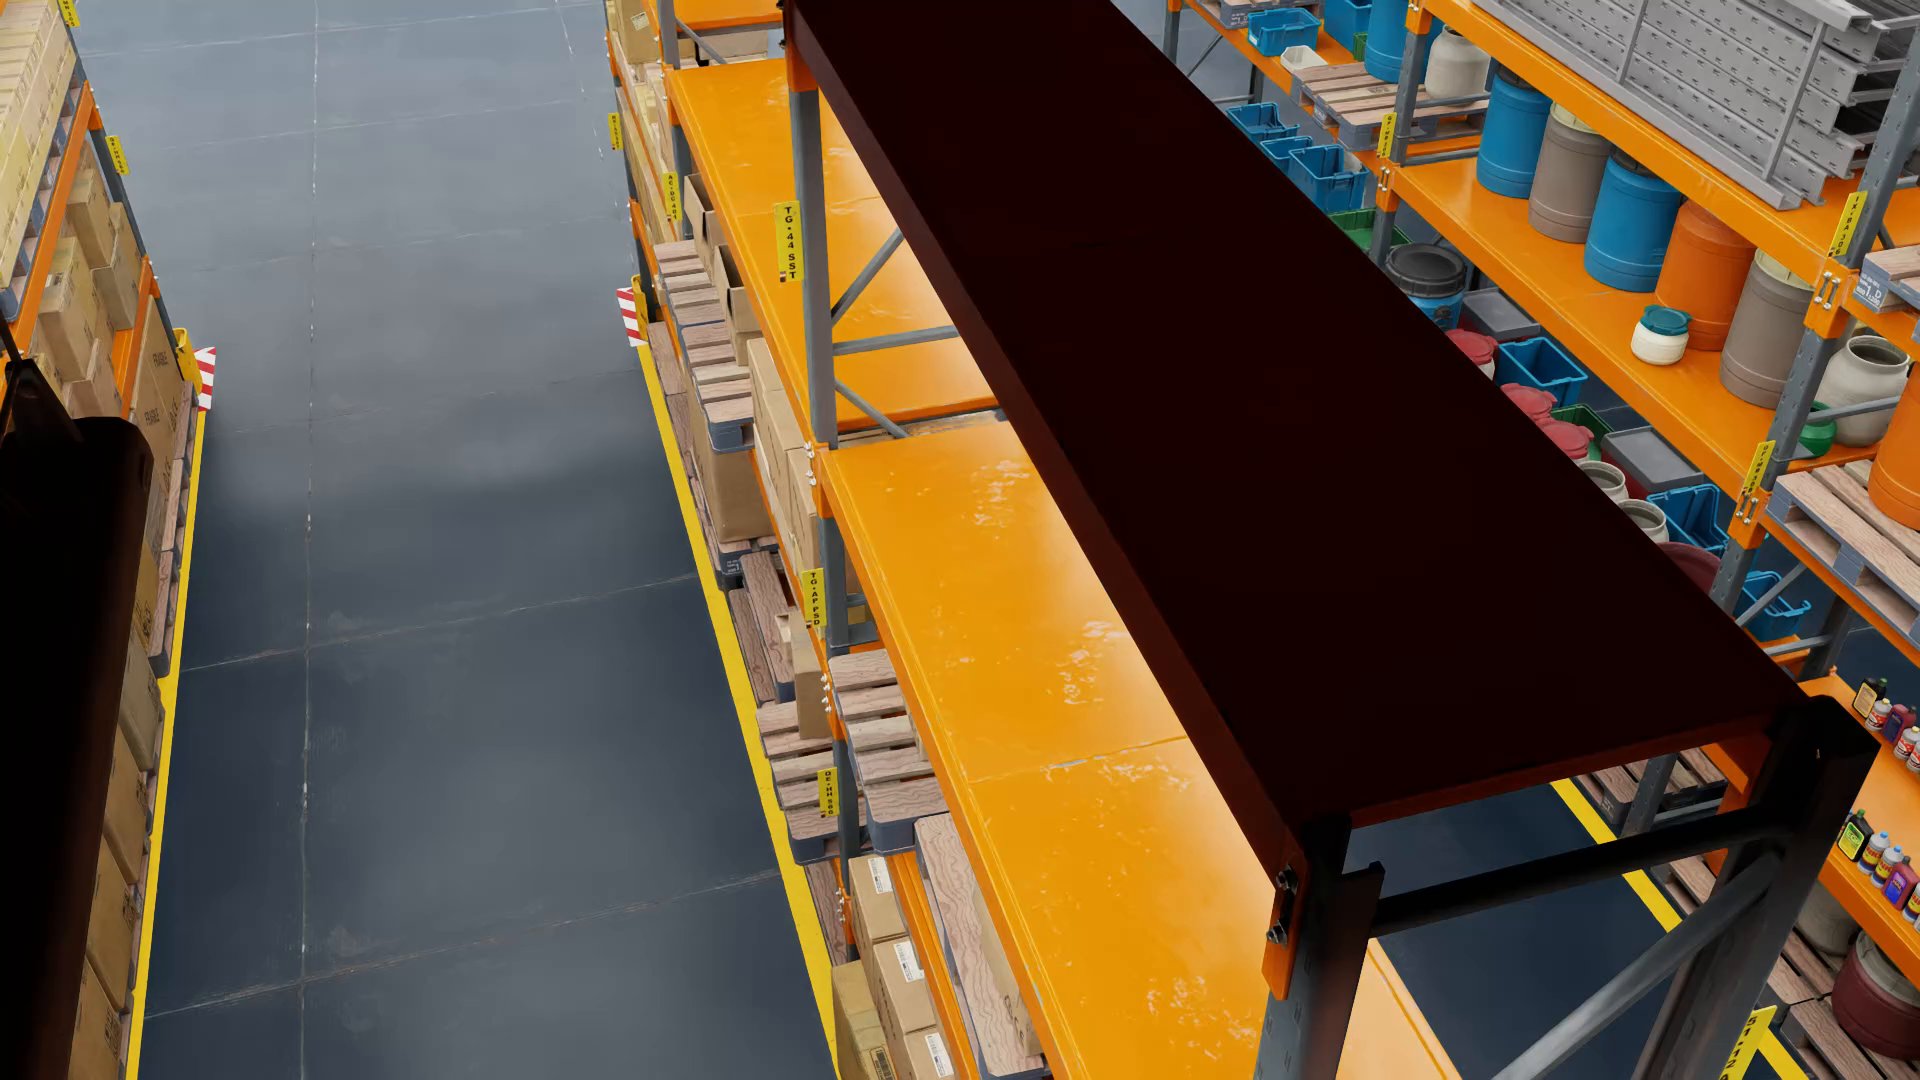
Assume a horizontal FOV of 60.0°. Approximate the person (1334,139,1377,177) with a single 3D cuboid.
[{"bbox_3d":[3.862,-3.717,16.227,0.461,1.616,0.999,-15,41,-18],"label":"person"}]
